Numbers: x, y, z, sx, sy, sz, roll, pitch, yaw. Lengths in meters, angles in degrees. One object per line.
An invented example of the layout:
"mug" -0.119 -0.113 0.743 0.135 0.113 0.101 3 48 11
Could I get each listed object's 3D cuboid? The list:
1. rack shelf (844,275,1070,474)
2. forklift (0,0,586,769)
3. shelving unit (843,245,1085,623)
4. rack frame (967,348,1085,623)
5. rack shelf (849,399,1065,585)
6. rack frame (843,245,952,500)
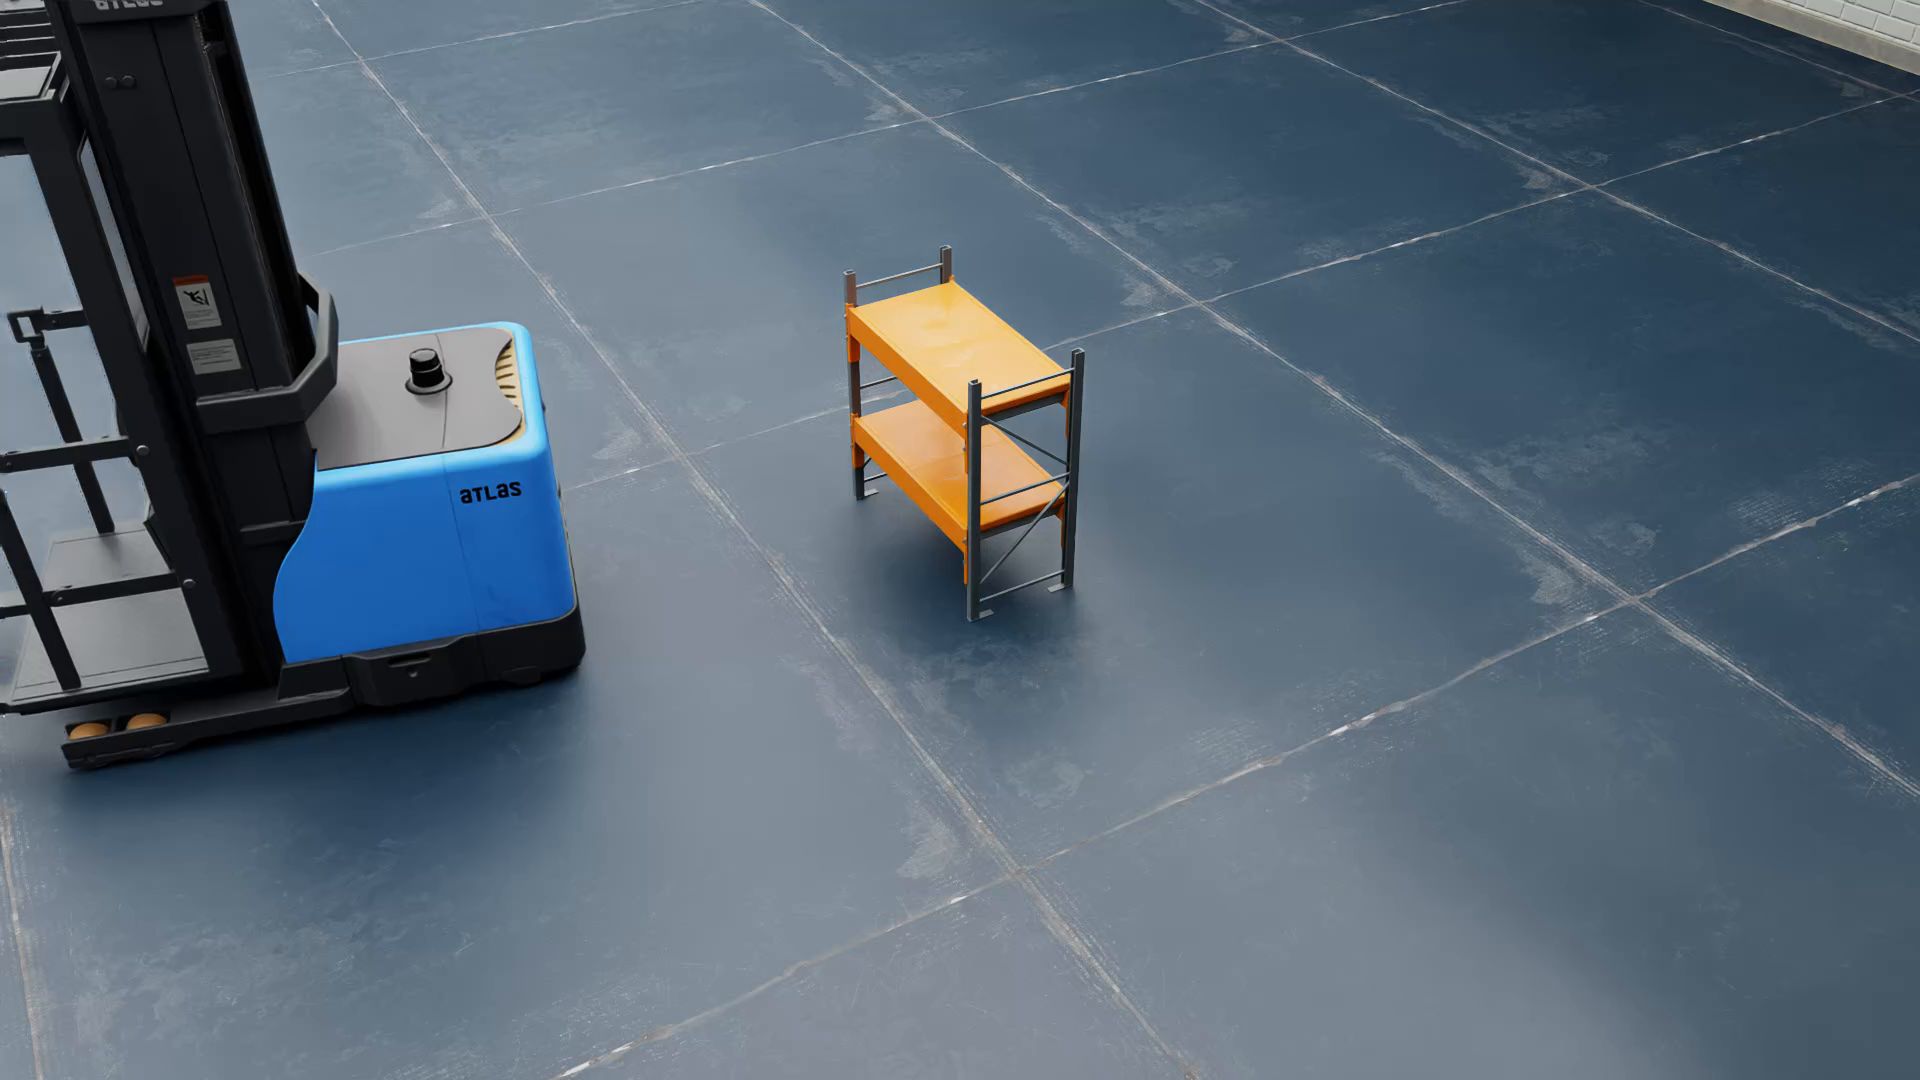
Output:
"rack shelf" -0.003 -0.694 6.750 0.538 0.278 1.000 -19 40 -24
"forklift" -3.045 -0.694 5.716 3.031 2.935 1.130 -9 37 -13
"shelving unit" -0.003 -0.458 6.923 0.538 1.125 1.048 -19 40 -24
"rack frame" 0.252 -0.198 6.568 0.500 1.125 0.032 -19 40 -24
"rack shelf" -0.003 -0.260 7.067 0.538 0.278 1.000 -19 40 -24
"rack frame" -0.259 -0.717 7.278 0.500 1.125 0.032 -19 40 -24
